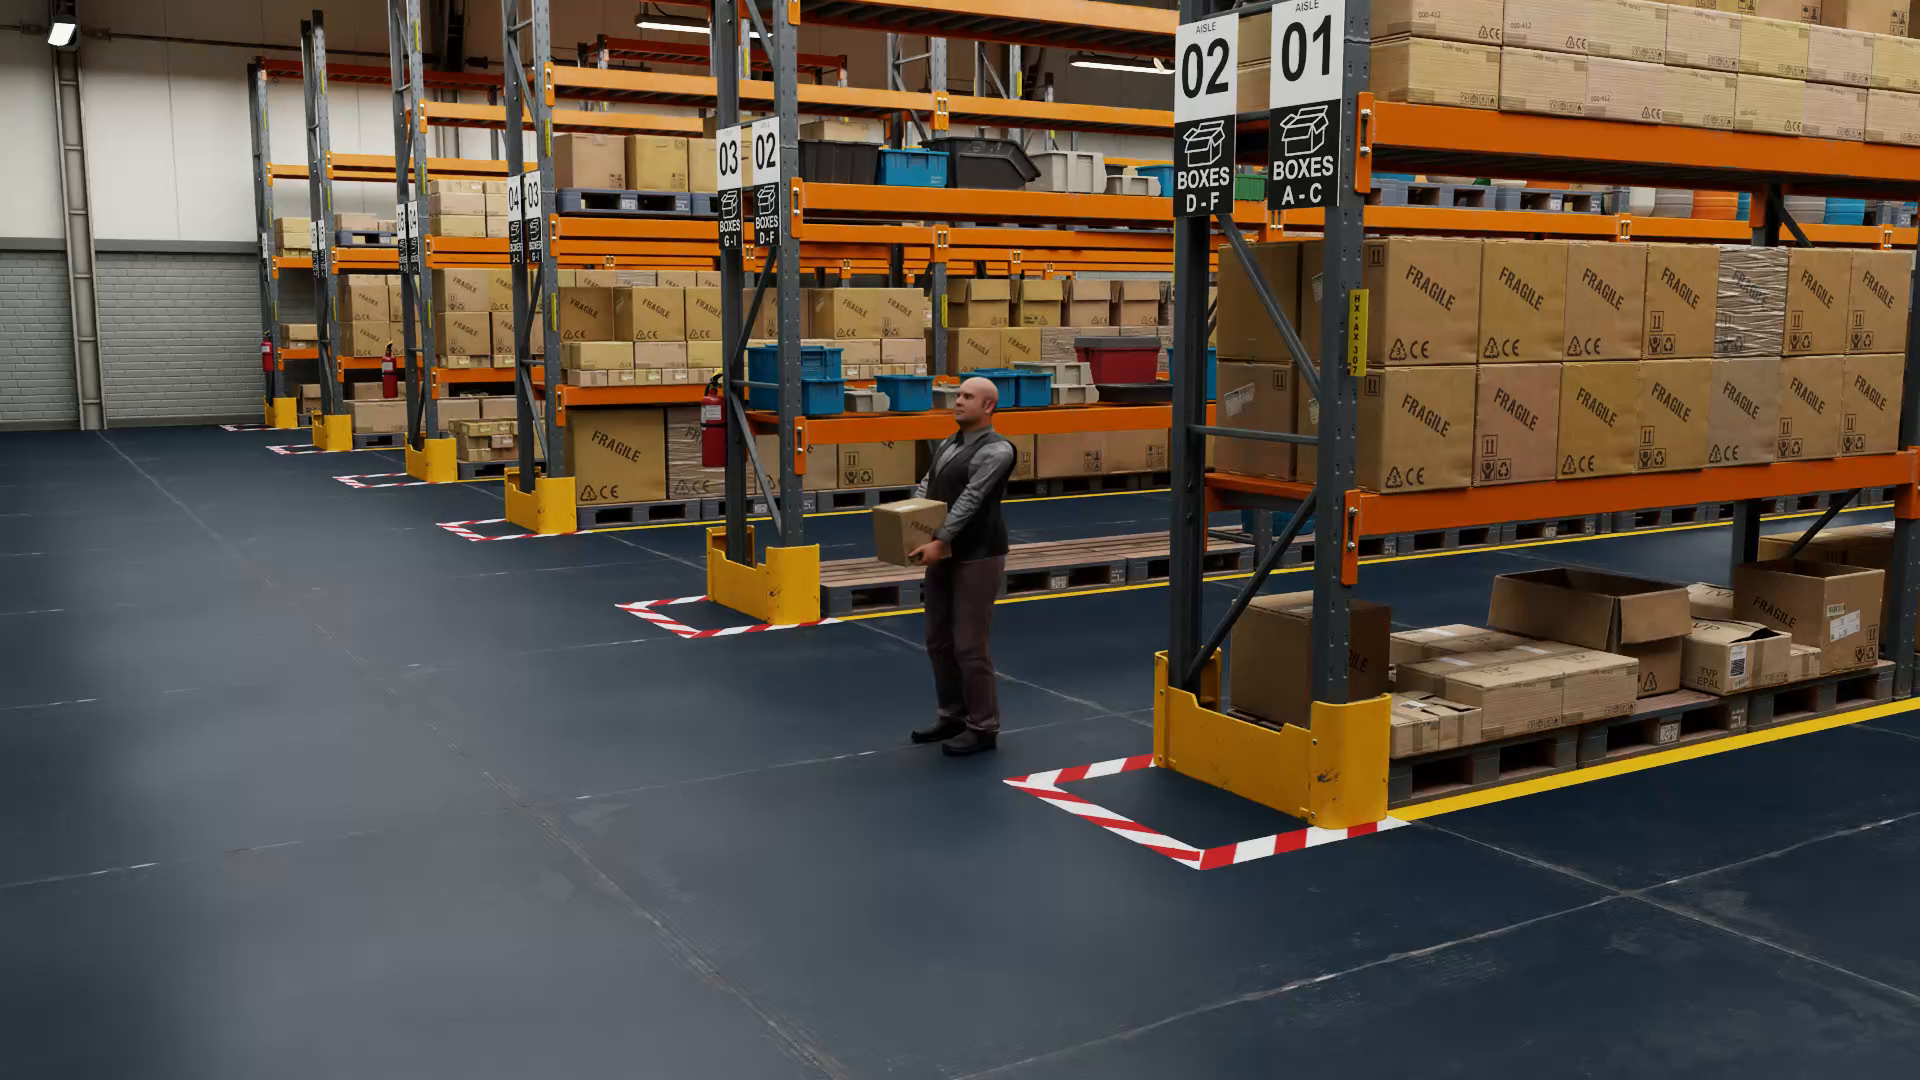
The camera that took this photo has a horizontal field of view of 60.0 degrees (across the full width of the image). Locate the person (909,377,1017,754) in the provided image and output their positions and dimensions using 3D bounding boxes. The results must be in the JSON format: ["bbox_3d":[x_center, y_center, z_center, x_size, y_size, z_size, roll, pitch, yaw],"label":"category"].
[{"bbox_3d":[-0.053,0.115,7.634,0.560,1.711,0.494,-5,10,-33],"label":"person"}]
